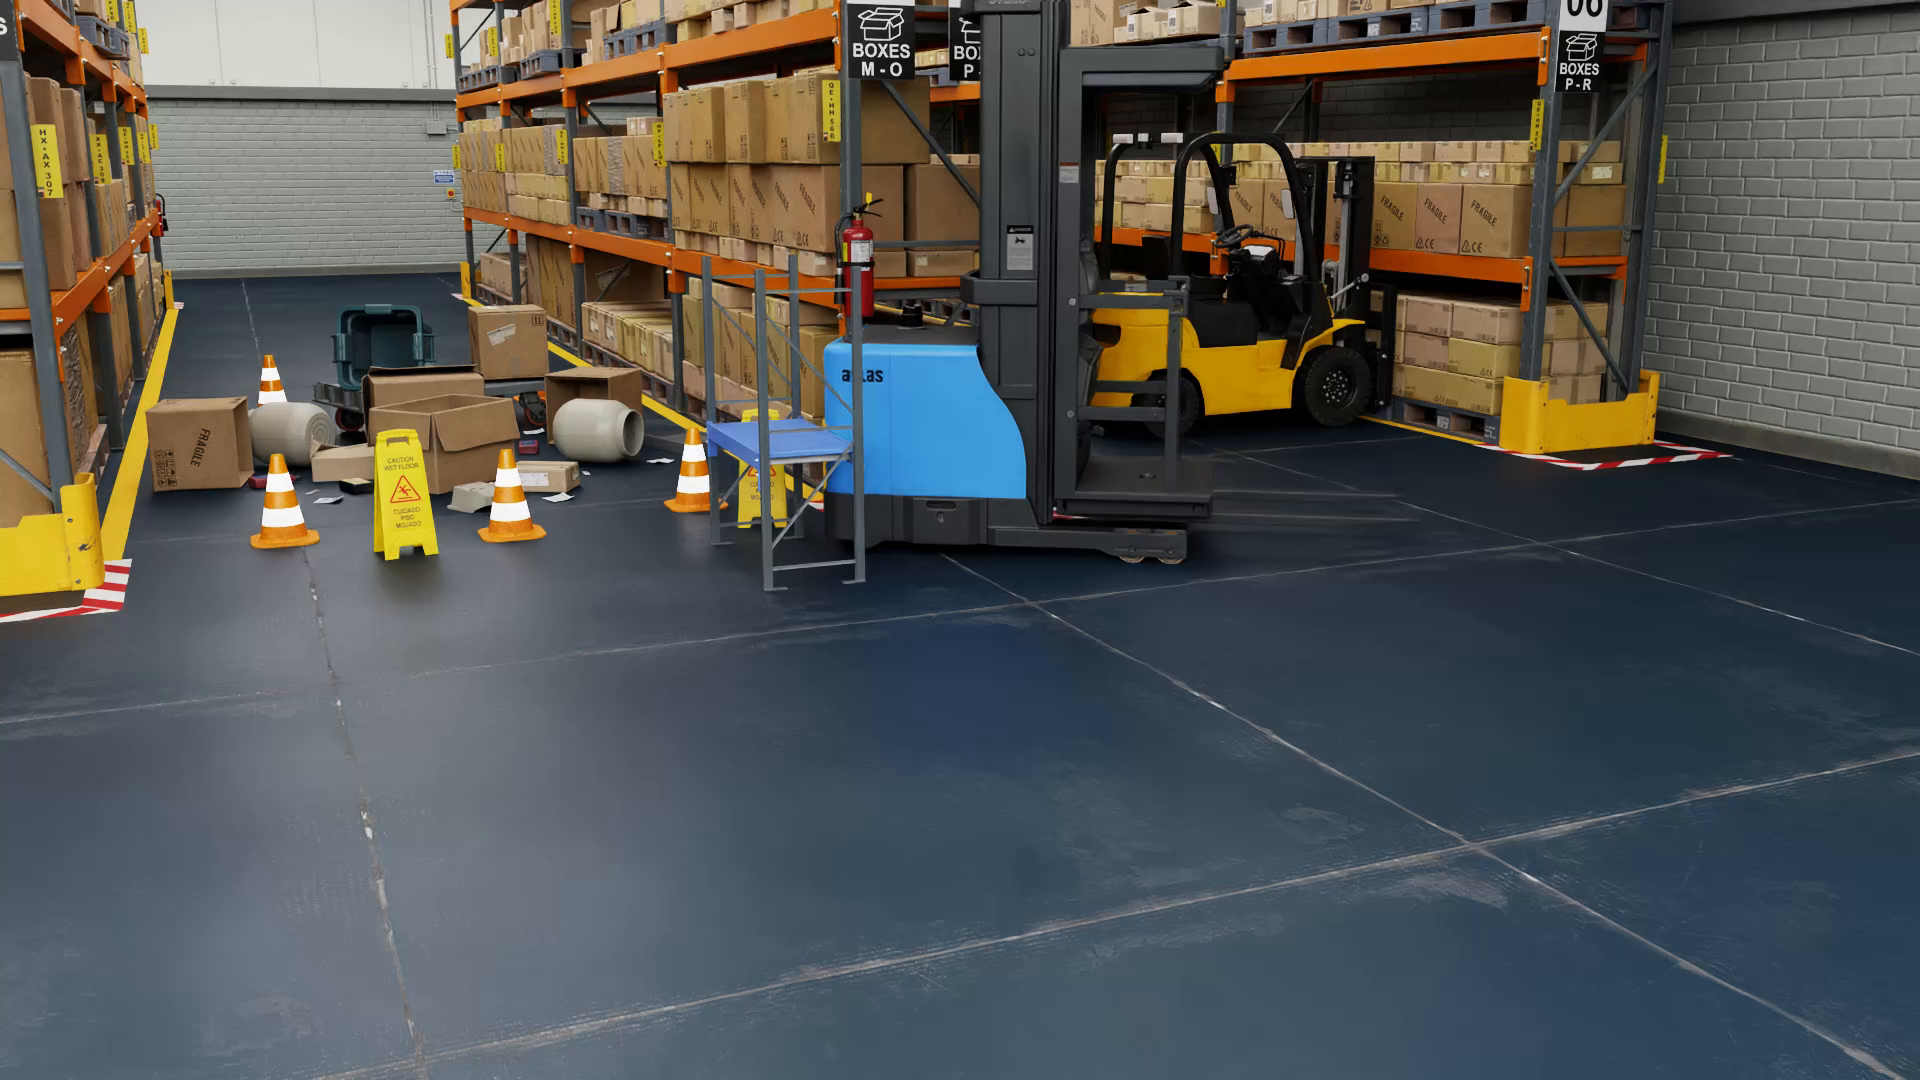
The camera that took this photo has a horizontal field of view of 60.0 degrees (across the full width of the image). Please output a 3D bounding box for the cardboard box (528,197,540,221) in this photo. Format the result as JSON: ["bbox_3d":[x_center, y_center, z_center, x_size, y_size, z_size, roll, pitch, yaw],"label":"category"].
[{"bbox_3d":[-4.471,-3.663,18.376,0.500,0.250,0.500,-6,14,-24],"label":"cardboard box"}]

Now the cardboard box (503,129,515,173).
[{"bbox_3d":[-5.084,-4.588,19.601,0.500,0.500,0.500,-5,14,-22],"label":"cardboard box"}]

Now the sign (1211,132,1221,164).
[{"bbox_3d":[2.261,-3.440,14.687,0.100,0.325,0.005,-6,14,-23],"label":"sign"}]

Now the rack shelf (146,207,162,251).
[{"bbox_3d":[-10.293,-3.764,20.074,1.077,0.370,4.000,-6,14,-23],"label":"rack shelf"}]

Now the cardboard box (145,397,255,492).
[{"bbox_3d":[-4.725,-0.603,10.363,0.500,0.500,0.500,-3,13,-13],"label":"cardboard box"}]

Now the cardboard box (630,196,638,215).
[{"bbox_3d":[-2.582,-2.838,14.105,0.380,0.149,0.250,-5,14,-22],"label":"cardboard box"}]

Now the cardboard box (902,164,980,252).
[{"bbox_3d":[-0.125,-2.006,10.004,0.500,0.500,0.500,-6,14,-24],"label":"cardboard box"}]

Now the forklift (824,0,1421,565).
[{"bbox_3d":[0.854,-1.432,8.556,3.031,2.935,1.130,2,13,8],"label":"forklift"}]

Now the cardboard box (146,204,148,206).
[{"bbox_3d":[-9.877,-3.934,19.773,0.380,0.149,0.250,-5,14,-20],"label":"cardboard box"}]

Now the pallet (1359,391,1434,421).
[{"bbox_3d":[3.527,-1.186,13.526,1.003,0.211,1.213,-6,14,-23],"label":"pallet"}]

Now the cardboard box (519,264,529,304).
[{"bbox_3d":[-5.150,-3.265,21.074,0.875,0.438,0.875,-6,14,-24],"label":"cardboard box"}]

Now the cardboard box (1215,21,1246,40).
[{"bbox_3d":[2.595,-4.750,15.495,0.380,0.149,0.250,-6,14,-23],"label":"cardboard box"}]

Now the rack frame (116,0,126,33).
[{"bbox_3d":[-9.492,-6.624,17.531,1.000,3.000,0.127,-6,14,-23],"label":"rack frame"}]

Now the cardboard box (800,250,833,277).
[{"bbox_3d":[-0.739,-1.667,9.979,0.380,0.149,0.250,-6,14,-24],"label":"cardboard box"}]

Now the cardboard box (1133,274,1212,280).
[{"bbox_3d":[2.232,-2.281,16.406,0.875,0.625,0.625,-6,14,-24],"label":"cardboard box"}]

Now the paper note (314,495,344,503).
[{"bbox_3d":[-3.740,-0.243,9.856,0.144,0.017,0.142,-1,13,-4],"label":"paper note"}]

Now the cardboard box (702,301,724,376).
[{"bbox_3d":[-1.578,-1.491,12.161,0.500,0.500,0.500,-5,14,-21],"label":"cardboard box"}]

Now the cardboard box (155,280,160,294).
[{"bbox_3d":[-9.970,-3.083,20.268,0.380,0.149,0.250,-5,14,-22],"label":"cardboard box"}]

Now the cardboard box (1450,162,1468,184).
[{"bbox_3d":[3.784,-2.659,12.046,0.380,0.149,0.250,-5,14,-22],"label":"cardboard box"}]

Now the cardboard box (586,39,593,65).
[{"bbox_3d":[-3.322,-4.605,15.761,0.396,0.266,0.258,-6,14,-23],"label":"cardboard box"}]

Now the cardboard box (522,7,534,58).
[{"bbox_3d":[-4.366,-5.395,17.722,0.500,0.500,0.500,-5,14,-22],"label":"cardboard box"}]

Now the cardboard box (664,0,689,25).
[{"bbox_3d":[-1.866,-3.934,12.234,0.500,0.250,0.500,-6,14,-24],"label":"cardboard box"}]

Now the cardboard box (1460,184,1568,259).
[{"bbox_3d":[3.919,-2.265,11.784,0.500,0.500,0.500,-6,14,-24],"label":"cardboard box"}]

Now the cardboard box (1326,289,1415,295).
[{"bbox_3d":[3.269,-1.871,13.253,0.500,0.250,0.500,-6,14,-24],"label":"cardboard box"}]

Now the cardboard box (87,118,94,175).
[{"bbox_3d":[-7.515,-3.212,13.657,0.700,0.500,0.500,-6,14,-24],"label":"cardboard box"}]

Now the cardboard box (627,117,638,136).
[{"bbox_3d":[-2.603,-3.501,14.093,0.380,0.149,0.250,-6,14,-25],"label":"cardboard box"}]

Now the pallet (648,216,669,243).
[{"bbox_3d":[-1.965,-2.594,13.849,1.003,0.211,1.213,-6,14,-23],"label":"pallet"}]

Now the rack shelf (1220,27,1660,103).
[{"bbox_3d":[3.556,-3.663,12.986,1.077,0.370,4.000,-6,14,-23],"label":"rack shelf"}]

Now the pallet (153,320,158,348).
[{"bbox_3d":[-9.178,-2.182,17.828,1.003,0.211,1.213,-6,14,-23],"label":"pallet"}]

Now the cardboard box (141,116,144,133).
[{"bbox_3d":[-10.048,-4.816,19.925,0.500,0.500,0.500,-6,14,-25],"label":"cardboard box"}]

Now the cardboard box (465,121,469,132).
[{"bbox_3d":[-6.541,-5.637,22.695,0.380,0.149,0.250,-5,14,-21],"label":"cardboard box"}]

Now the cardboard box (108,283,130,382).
[{"bbox_3d":[-7.374,-1.669,13.486,1.050,0.750,0.750,-5,14,-22],"label":"cardboard box"}]

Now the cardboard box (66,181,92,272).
[{"bbox_3d":[-5.887,-1.934,10.243,0.875,0.550,0.550,-6,14,-23],"label":"cardboard box"}]

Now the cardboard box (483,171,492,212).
[{"bbox_3d":[-5.842,-4.499,21.433,0.500,0.500,0.500,-6,14,-24],"label":"cardboard box"}]

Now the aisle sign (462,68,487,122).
[{"bbox_3d":[-6.893,-6.250,23.458,0.394,0.787,0.004,-6,14,-23],"label":"aisle sign"}]

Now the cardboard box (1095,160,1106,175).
[{"bbox_3d":[1.537,-3.798,16.968,0.380,0.149,0.250,-5,14,-22],"label":"cardboard box"}]

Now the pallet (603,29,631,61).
[{"bbox_3d":[-2.360,-4.237,14.289,1.213,0.211,1.003,-6,14,-23],"label":"pallet"}]

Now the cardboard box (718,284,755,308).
[{"bbox_3d":[-1.490,-1.723,11.729,0.380,0.149,0.250,-5,14,-20],"label":"cardboard box"}]

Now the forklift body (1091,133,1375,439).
[{"bbox_3d":[1.926,-1.952,12.535,2.313,2.155,1.214,-6,14,-23],"label":"forklift body"}]

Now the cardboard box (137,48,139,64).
[{"bbox_3d":[-10.470,-5.981,20.633,0.500,0.250,0.500,-6,14,-24],"label":"cardboard box"}]

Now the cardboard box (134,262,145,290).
[{"bbox_3d":[-8.333,-2.599,16.396,0.500,0.250,0.500,-6,14,-23],"label":"cardboard box"}]

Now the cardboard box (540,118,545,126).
[{"bbox_3d":[-5.003,-5.161,20.638,0.380,0.149,0.250,-5,14,-22],"label":"cardboard box"}]

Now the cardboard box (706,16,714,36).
[{"bbox_3d":[-1.574,-3.613,11.732,0.380,0.149,0.250,-5,14,-21],"label":"cardboard box"}]

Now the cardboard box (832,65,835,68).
[{"bbox_3d":[-1.491,-6.793,23.480,0.500,0.250,0.500,-5,14,-21],"label":"cardboard box"}]

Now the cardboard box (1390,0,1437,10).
[{"bbox_3d":[3.638,-4.192,12.303,0.700,0.500,0.500,-6,14,-23],"label":"cardboard box"}]

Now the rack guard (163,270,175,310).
[{"bbox_3d":[-11.063,-3.294,21.992,1.175,0.500,0.348,-6,14,-23],"label":"rack guard"}]

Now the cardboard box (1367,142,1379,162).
[{"bbox_3d":[3.401,-3.020,12.945,0.380,0.149,0.250,-5,14,-22],"label":"cardboard box"}]

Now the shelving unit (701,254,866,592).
[{"bbox_3d":[-0.884,-0.617,8.211,0.538,1.500,1.048,-5,14,-21],"label":"shelving unit"}]

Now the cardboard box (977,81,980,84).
[{"bbox_3d":[0.522,-5.368,19.090,0.500,0.250,0.500,-6,14,-23],"label":"cardboard box"}]

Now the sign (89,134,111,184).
[{"bbox_3d":[-5.779,-2.559,11.178,0.100,0.325,0.005,-6,14,-23],"label":"sign"}]

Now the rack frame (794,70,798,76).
[{"bbox_3d":[-2.052,-8.367,25.064,1.000,3.000,0.127,-6,14,-23],"label":"rack frame"}]

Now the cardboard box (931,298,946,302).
[{"bbox_3d":[-0.044,-3.272,20.966,0.500,0.500,0.500,-6,14,-25],"label":"cardboard box"}]
